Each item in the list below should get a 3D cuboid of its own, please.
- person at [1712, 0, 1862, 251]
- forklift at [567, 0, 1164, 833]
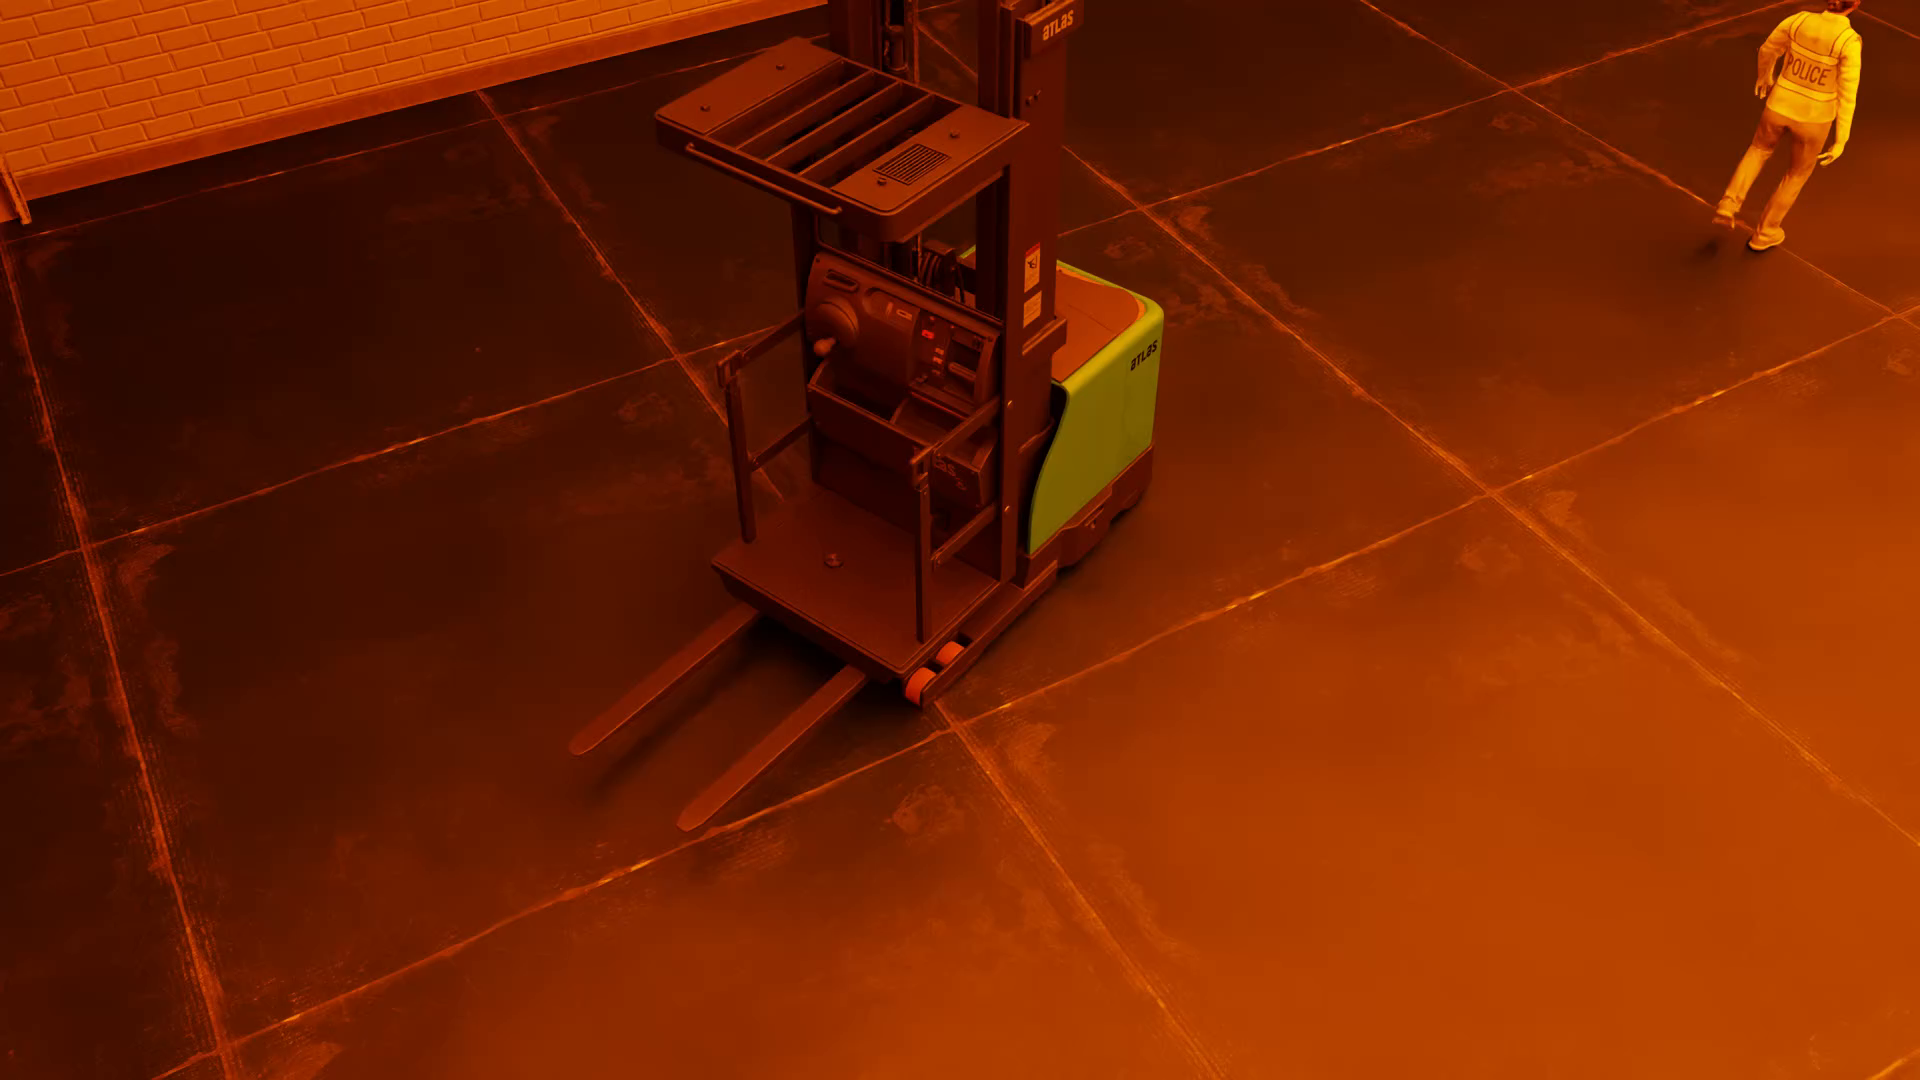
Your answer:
[{"bbox_3d":[4.602,-2.340,9.168,0.460,1.648,0.677,-31,51,-29],"label":"person"},{"bbox_3d":[-0.375,-0.749,6.505,1.130,2.935,3.031,28,50,27],"label":"forklift"}]
